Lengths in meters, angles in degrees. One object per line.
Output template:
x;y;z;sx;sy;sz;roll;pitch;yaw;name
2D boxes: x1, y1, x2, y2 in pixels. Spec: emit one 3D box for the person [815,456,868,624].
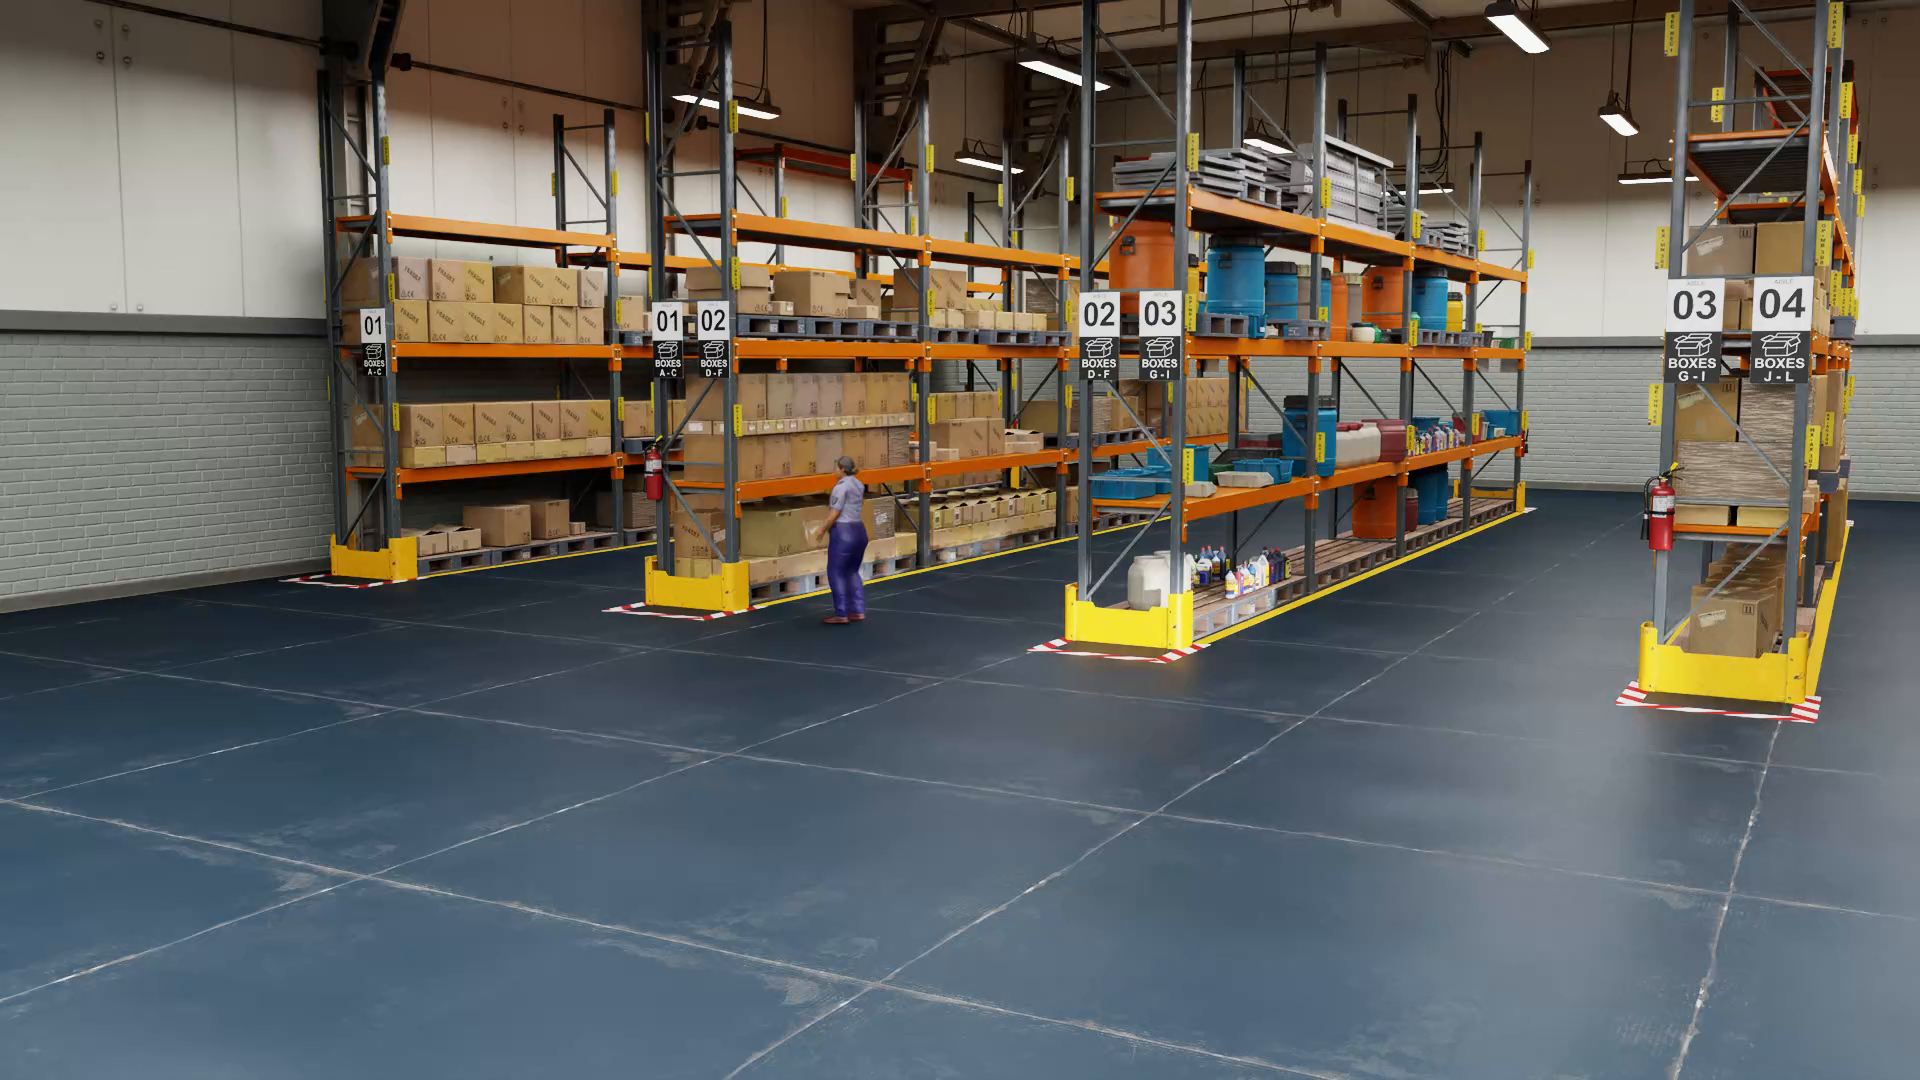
-1.172;-0.009;16.495;0.463;1.652;0.494;3;7;28;person
